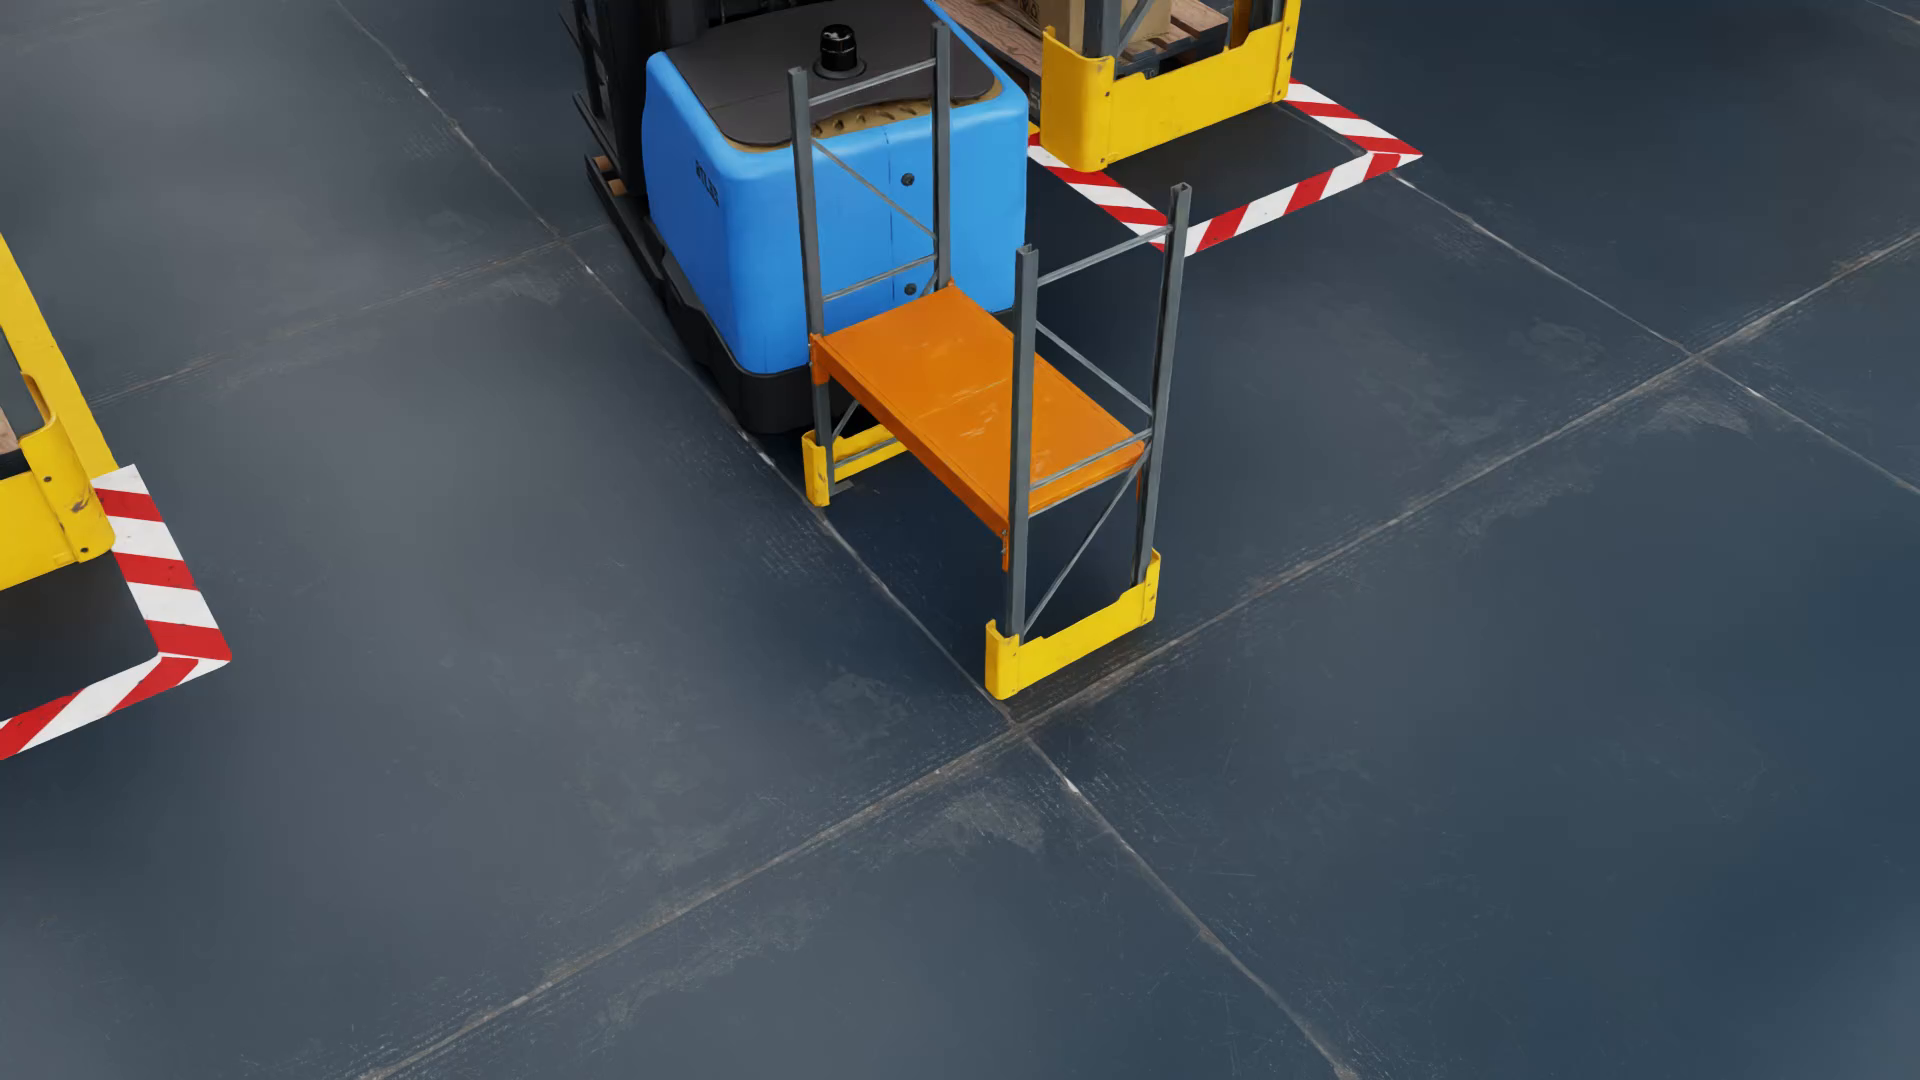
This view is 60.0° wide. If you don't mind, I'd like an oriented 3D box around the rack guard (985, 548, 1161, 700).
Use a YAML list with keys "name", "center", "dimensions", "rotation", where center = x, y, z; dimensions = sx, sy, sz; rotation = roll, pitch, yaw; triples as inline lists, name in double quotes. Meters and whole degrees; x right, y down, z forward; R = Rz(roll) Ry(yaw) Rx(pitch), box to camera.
- name: "rack guard"
  center: [0.328, 0.235, 4.823]
  dimensions: [0.587, 0.250, 0.087]
  rotation: [-26, 49, -24]

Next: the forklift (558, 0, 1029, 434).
- name: "forklift"
  center: [-0.847, -2.435, 5.678]
  dimensions: [1.130, 2.935, 3.031]
  rotation: [-18, 46, -18]

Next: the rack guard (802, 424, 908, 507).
- name: "rack guard"
  center: [-0.241, -0.329, 5.414]
  dimensions: [0.587, 0.250, 0.087]
  rotation: [-26, 49, -24]

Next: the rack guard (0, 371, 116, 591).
- name: "rack guard"
  center: [-3.216, -0.024, 4.913]
  dimensions: [1.175, 0.500, 0.348]
  rotation: [-26, 49, -24]

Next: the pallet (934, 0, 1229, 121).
- name: "pallet"
  center: [0.450, -2.369, 7.579]
  dimensions: [1.003, 0.211, 1.213]
  rotation: [-26, 49, -24]

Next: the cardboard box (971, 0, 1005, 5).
- name: "cardboard box"
  center: [0.215, -2.793, 7.510]
  dimensions: [0.500, 0.500, 0.500]
  rotation: [-14, 45, -14]

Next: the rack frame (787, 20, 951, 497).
- name: "rack frame"
  center: [-0.242, -0.782, 4.983]
  dimensions: [0.500, 1.500, 0.032]
  rotation: [-26, 49, -24]

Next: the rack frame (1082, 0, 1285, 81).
- name: "rack frame"
  center: [0.929, -2.860, 6.074]
  dimensions: [1.000, 3.000, 0.127]
  rotation: [-26, 49, -24]

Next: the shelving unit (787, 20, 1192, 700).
- name: "shelving unit"
  center: [0.044, -0.499, 4.687]
  dimensions: [0.587, 1.500, 1.083]
  rotation: [-26, 49, -24]

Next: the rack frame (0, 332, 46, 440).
- name: "rack frame"
  center: [-3.134, -0.904, 4.024]
  dimensions: [1.000, 3.000, 0.127]
  rotation: [-26, 49, -24]

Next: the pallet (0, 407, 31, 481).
- name: "pallet"
  center: [-3.676, -0.382, 5.497]
  dimensions: [1.003, 0.211, 1.213]
  rotation: [-26, 49, -24]

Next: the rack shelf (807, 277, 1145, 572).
- name: "rack shelf"
  center: [0.049, -0.364, 4.806]
  dimensions: [0.538, 0.185, 1.000]
  rotation: [-26, 49, -24]

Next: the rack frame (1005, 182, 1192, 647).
- name: "rack frame"
  center: [0.340, -0.206, 4.380]
  dimensions: [0.500, 1.500, 0.032]
  rotation: [-26, 49, -24]

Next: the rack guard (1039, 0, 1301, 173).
- name: "rack guard"
  center: [0.885, -1.999, 6.982]
  dimensions: [1.175, 0.500, 0.348]
  rotation: [-26, 49, -24]

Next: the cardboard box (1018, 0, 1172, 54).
- name: "cardboard box"
  center: [0.585, -2.468, 7.170]
  dimensions: [0.500, 0.500, 0.500]
  rotation: [-17, 46, -17]
